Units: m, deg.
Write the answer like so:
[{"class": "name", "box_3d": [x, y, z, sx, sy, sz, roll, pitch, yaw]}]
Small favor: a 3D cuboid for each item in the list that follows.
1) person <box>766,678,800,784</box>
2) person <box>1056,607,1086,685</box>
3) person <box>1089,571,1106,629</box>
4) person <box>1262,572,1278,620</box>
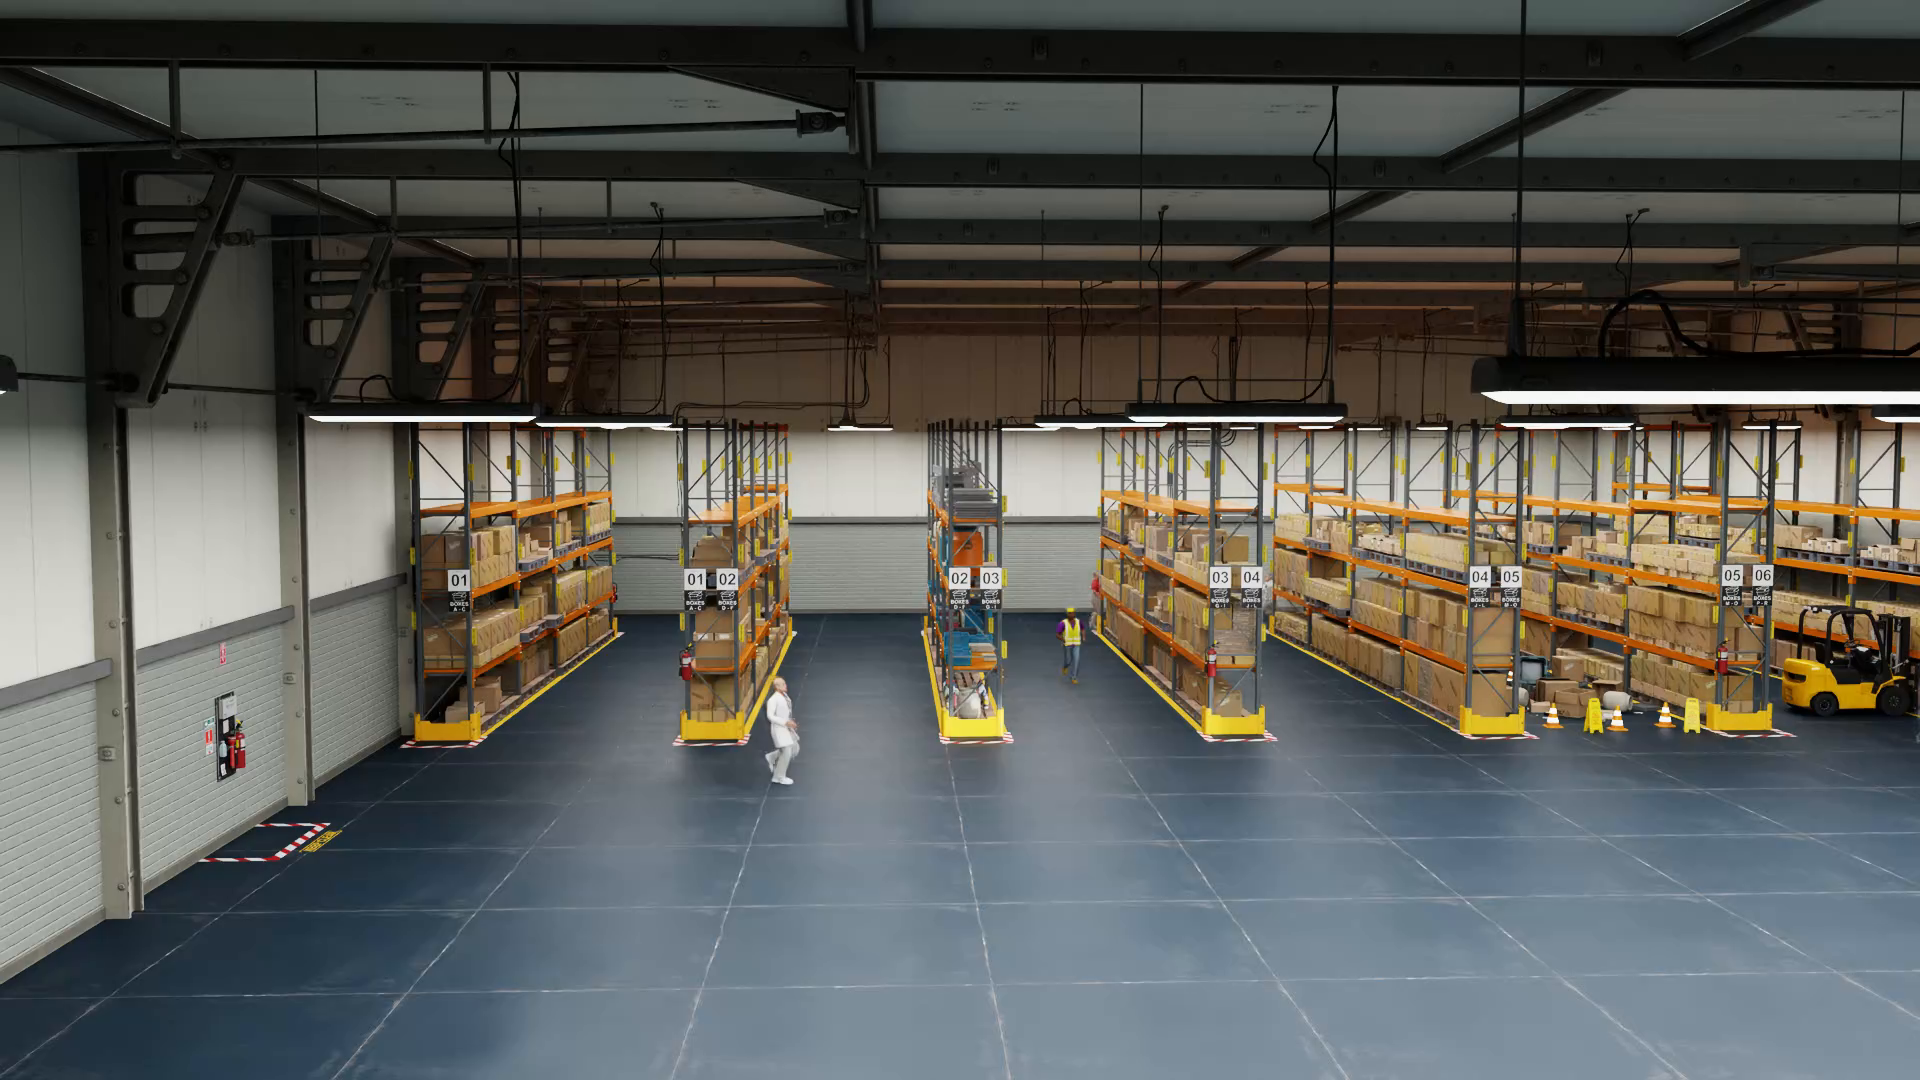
[{"class": "person", "box_3d": [-2.928, 3.121, 27.215, 0.636, 1.735, 0.711, 1, 4, 18]}, {"class": "person", "box_3d": [2.575, 2.414, 38.230, 0.713, 1.736, 0.897, -1, 4, -10]}, {"class": "person", "box_3d": [4.062, 1.757, 48.860, 0.531, 1.689, 0.673, 1, 4, 10]}, {"class": "person", "box_3d": [9.012, 1.766, 48.771, 0.896, 1.652, 0.674, 0, 4, -6]}]
